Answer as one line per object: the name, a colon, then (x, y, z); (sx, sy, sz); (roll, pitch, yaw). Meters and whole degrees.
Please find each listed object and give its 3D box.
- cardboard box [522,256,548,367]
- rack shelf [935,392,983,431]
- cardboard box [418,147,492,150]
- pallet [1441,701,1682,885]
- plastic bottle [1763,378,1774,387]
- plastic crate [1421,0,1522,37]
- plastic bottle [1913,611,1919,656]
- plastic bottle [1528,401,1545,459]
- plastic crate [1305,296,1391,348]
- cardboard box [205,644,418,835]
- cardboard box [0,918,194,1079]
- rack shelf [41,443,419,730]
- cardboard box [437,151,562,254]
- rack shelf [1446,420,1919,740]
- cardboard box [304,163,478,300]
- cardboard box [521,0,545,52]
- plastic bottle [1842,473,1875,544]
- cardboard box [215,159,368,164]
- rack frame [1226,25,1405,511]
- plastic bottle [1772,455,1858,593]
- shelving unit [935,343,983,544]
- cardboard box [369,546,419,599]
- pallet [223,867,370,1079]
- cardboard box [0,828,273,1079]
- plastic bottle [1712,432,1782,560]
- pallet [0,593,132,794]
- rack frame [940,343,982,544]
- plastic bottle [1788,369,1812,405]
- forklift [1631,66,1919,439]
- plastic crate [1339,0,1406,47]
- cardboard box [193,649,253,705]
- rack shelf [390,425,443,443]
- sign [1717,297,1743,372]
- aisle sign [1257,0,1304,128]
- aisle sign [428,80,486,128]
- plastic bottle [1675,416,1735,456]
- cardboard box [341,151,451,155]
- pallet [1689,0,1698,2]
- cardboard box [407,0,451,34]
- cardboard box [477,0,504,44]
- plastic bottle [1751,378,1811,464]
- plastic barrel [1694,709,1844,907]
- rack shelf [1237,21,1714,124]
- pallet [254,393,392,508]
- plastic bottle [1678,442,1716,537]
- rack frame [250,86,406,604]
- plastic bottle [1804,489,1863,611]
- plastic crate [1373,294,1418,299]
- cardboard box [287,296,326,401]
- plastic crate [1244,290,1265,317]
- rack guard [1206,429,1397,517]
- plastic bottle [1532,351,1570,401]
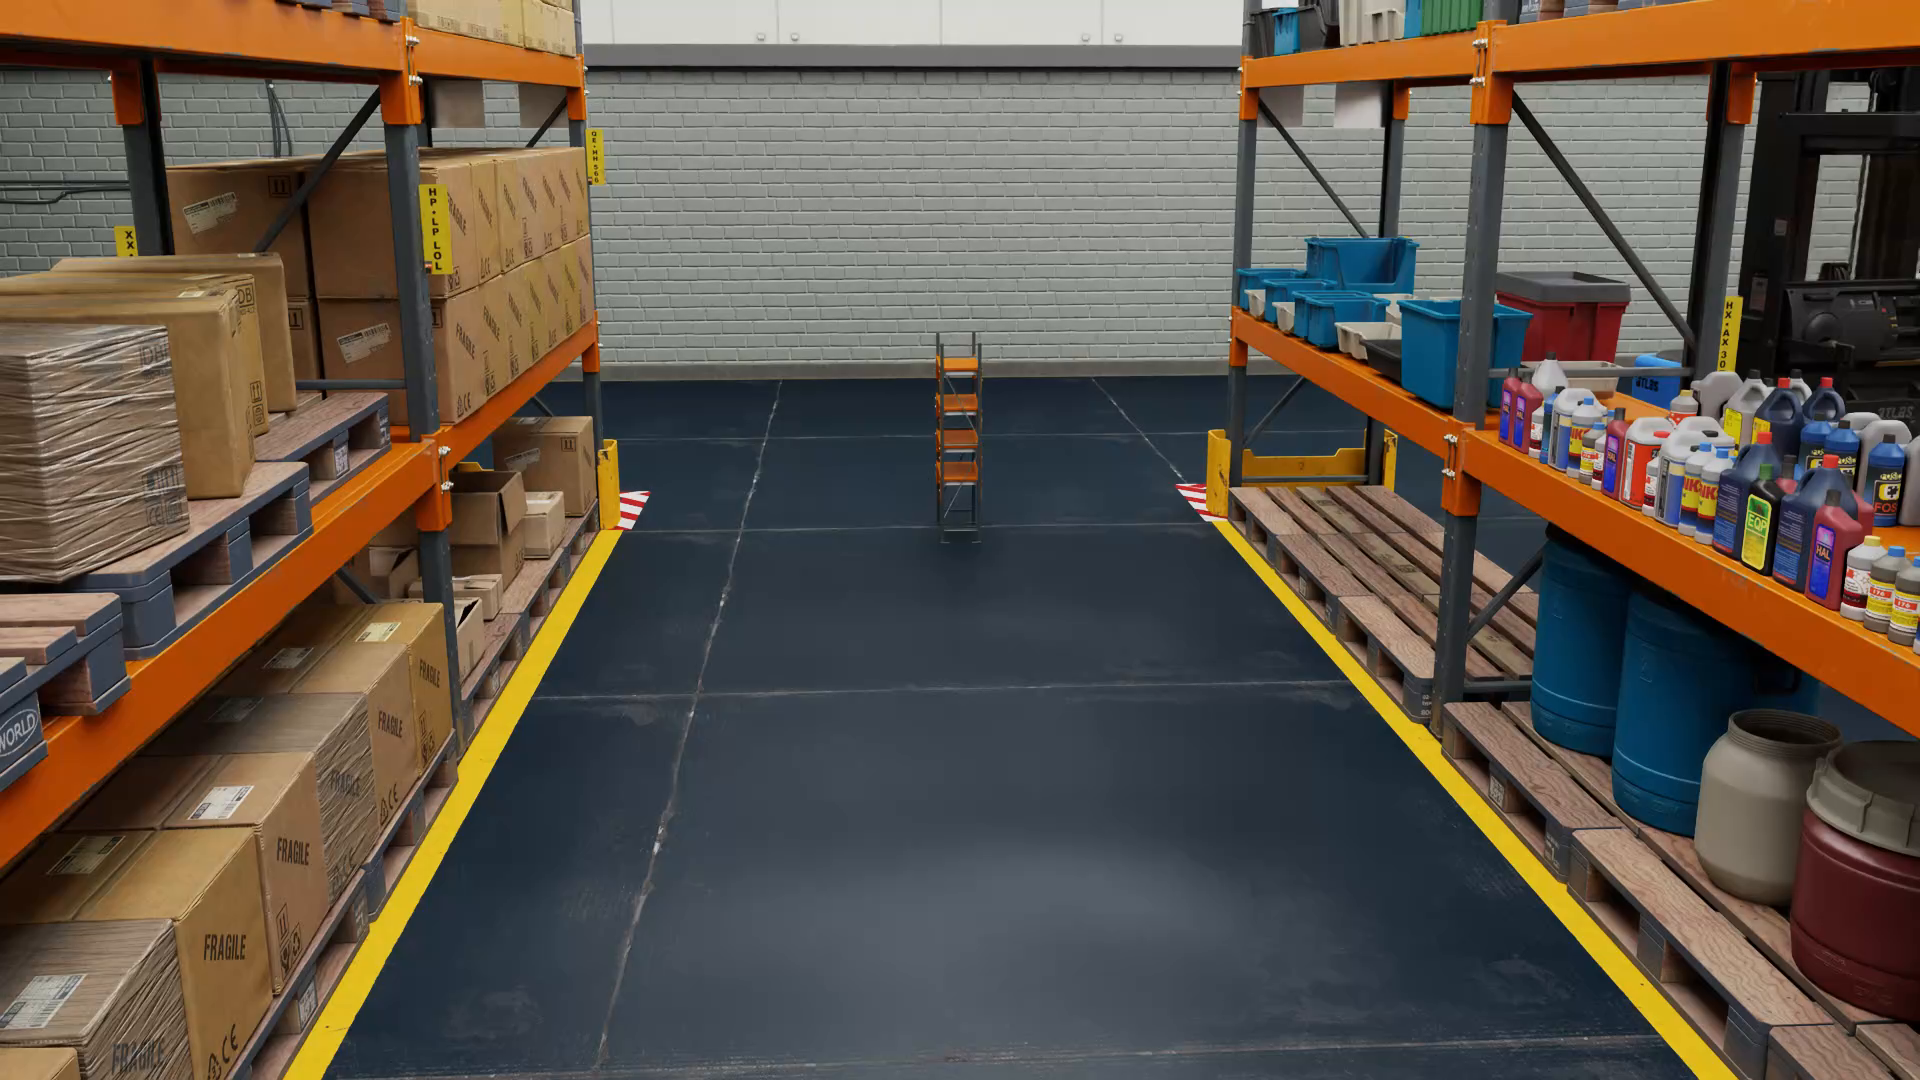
cardboard box: (-2.342, -1.132, 8.206); (0.500, 0.500, 0.500); (-1, 14, -4)
rack shelf: (-0.010, -0.774, 9.998); (0.258, 0.148, 0.480); (-1, 14, -3)
cardboard box: (-2.969, -1.988, 9.524); (0.500, 0.500, 0.500); (0, 14, -2)
pallet: (2.465, 0.893, 6.132); (1.003, 0.211, 1.213); (-1, 14, -3)
plastic bottle: (2.866, -0.444, 5.965); (0.061, 0.283, 0.133); (-1, 14, -3)
plastic crate: (2.131, -2.101, 6.577); (0.450, 0.188, 0.662); (-1, 14, -3)
plastic bottle: (2.228, 0.130, 3.760); (0.097, 0.271, 0.097); (0, 14, 0)
plastic bottle: (2.089, -0.394, 5.938); (0.097, 0.201, 0.097); (0, 14, 0)
plastic crate: (1.998, -1.124, 8.592); (0.416, 0.233, 0.300); (-1, 14, -3)
cardboard box: (-2.147, 0.664, 5.558); (0.500, 0.500, 0.500); (-1, 14, -3)
cardboard box: (-2.019, 1.170, 3.592); (0.500, 0.500, 0.500); (-1, 14, -5)
rack shelf: (-2.362, 0.142, 4.363); (0.919, 0.052, 3.809); (-1, 14, -3)
cardboard box: (-2.362, -1.741, 8.566); (0.500, 0.500, 0.500); (0, 14, -2)
rack shelf: (2.582, 0.196, 4.689); (1.077, 0.370, 4.000); (-1, 14, -3)
cardboard box: (-2.234, -1.229, 6.575); (0.500, 0.500, 0.500); (-1, 14, -2)
cardboard box: (-2.374, -2.577, 8.303); (0.500, 0.250, 0.500); (-1, 14, -3)
plastic bottle: (2.317, -0.025, 4.339); (0.061, 0.283, 0.133); (-1, 14, -3)
cardboard box: (-2.810, -1.356, 7.071); (0.500, 0.500, 0.500); (-1, 14, -5)
rack frame: (2.211, -1.645, 10.399); (1.000, 3.000, 0.127); (-1, 14, -3)
plastic bottle: (2.216, -0.050, 4.299); (0.144, 0.351, 0.185); (-1, 14, -3)
shelving unit: (-0.010, -0.622, 10.035); (0.258, 1.200, 0.499); (-1, 14, -3)
cardboard box: (-2.850, 0.191, 7.778); (0.500, 0.311, 0.500); (-1, 14, -3)
pallet: (-2.319, 1.282, 4.621); (1.003, 0.211, 1.213); (-1, 14, -3)
cardboard box: (-2.250, 1.339, 2.833); (1.136, 0.551, 3.017); (-1, 14, -5)
plastic bottle: (2.197, -0.129, 4.607); (0.144, 0.351, 0.185); (-1, 14, -3)
pallet: (-2.350, 0.346, 3.048); (1.213, 0.211, 1.003); (-1, 14, -3)
rack frame: (0.005, -0.562, 9.801); (0.240, 1.200, 0.015); (-1, 14, -3)
plastic bottle: (2.842, -0.403, 5.670); (0.144, 0.351, 0.185); (-1, 14, -3)
forklift: (4.907, -1.183, 8.742); (1.130, 2.935, 3.031); (-3, 15, -12)
plastic crate: (2.040, -2.484, 7.880); (0.437, 0.282, 0.530); (-1, 14, -3)
cardboard box: (-2.655, 0.680, 5.499); (0.500, 0.500, 0.500); (-1, 14, -3)
rack shelf: (-2.609, -0.853, 8.229); (0.919, 0.052, 3.809); (-1, 14, -3)
sign: (3.008, -0.792, 6.530); (0.100, 0.325, 0.005); (-1, 14, -3)
aisle sign: (1.910, -2.917, 10.127); (0.394, 0.787, 0.004); (-1, 14, -3)
aisle sign: (-3.031, -2.841, 9.830); (0.394, 0.787, 0.004); (-1, 14, -3)
plastic bottle: (2.316, -0.241, 5.192); (0.152, 0.276, 0.135); (-1, 14, -3)
cardboard box: (-2.903, -1.733, 8.535); (0.500, 0.500, 0.500); (-1, 14, -3)
pallet: (2.678, -1.536, 4.335); (1.003, 0.211, 1.213); (-1, 14, -3)
cardboard box: (-2.269, -2.079, 6.369); (0.500, 0.250, 0.500); (-1, 14, -3)
cardboard box: (-2.325, -2.328, 7.336); (0.500, 0.250, 0.500); (-1, 14, -3)
plastic bottle: (2.710, -0.354, 5.483); (0.144, 0.351, 0.185); (-1, 14, -3)
plastic barrel: (2.465, 0.805, 5.028); (0.421, 0.512, 0.421); (0, 14, 0)
rack shelf: (2.335, -2.252, 8.182); (1.077, 0.370, 4.000); (-1, 14, -3)
pallet: (-2.545, -0.281, 5.484); (1.003, 0.211, 1.213); (-1, 14, -3)
plastic bottle: (2.159, -0.149, 4.846); (0.097, 0.271, 0.097); (0, 14, 0)
rack frame: (-2.489, -0.574, 6.239); (0.949, 2.616, 0.053); (-1, 14, -3)
plastic bottle: (2.185, 0.023, 4.151); (0.061, 0.283, 0.133); (-1, 14, -3)
plastic crate: (2.442, -1.346, 9.647); (0.396, 0.136, 0.243); (-1, 14, -3)
cardboard box: (-2.773, -0.743, 6.695); (0.500, 0.500, 0.500); (-1, 14, -3)
plastic crate: (1.835, -1.399, 9.851); (0.250, 0.136, 0.298); (-1, 14, -3)
rack guard: (2.196, -0.440, 10.733); (1.175, 0.500, 0.348); (-1, 14, -3)
plastic bottle: (2.159, -0.524, 6.140); (0.144, 0.351, 0.185); (-1, 14, -3)
